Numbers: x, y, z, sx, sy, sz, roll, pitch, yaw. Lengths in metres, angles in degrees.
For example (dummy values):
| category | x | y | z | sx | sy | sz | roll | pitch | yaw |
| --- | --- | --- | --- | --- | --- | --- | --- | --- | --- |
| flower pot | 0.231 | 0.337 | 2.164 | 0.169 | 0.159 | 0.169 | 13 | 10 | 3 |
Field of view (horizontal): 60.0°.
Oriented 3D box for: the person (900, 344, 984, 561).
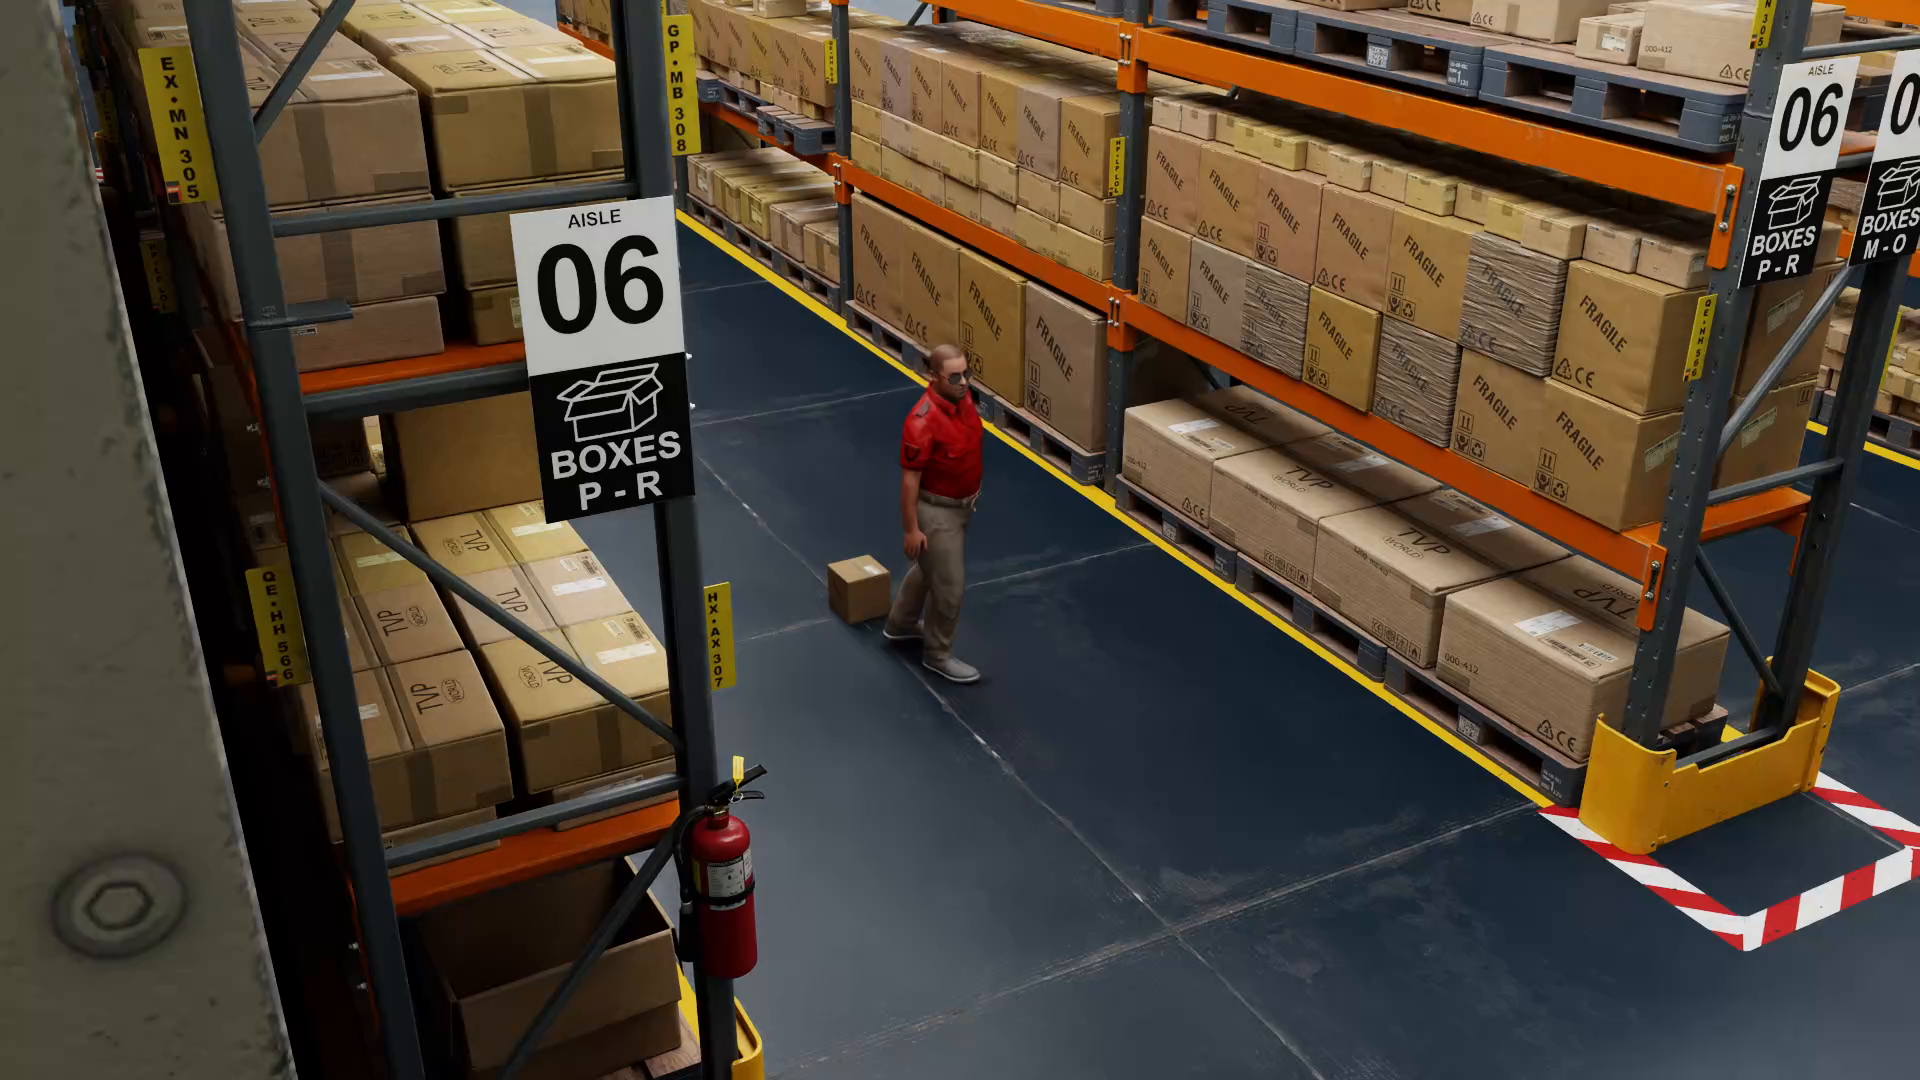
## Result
| category | x | y | z | sx | sy | sz | roll | pitch | yaw |
| --- | --- | --- | --- | --- | --- | --- | --- | --- | --- |
| person | -0.047 | -0.438 | 7.847 | 0.316 | 1.042 | 0.569 | 10 | 27 | 20 |
